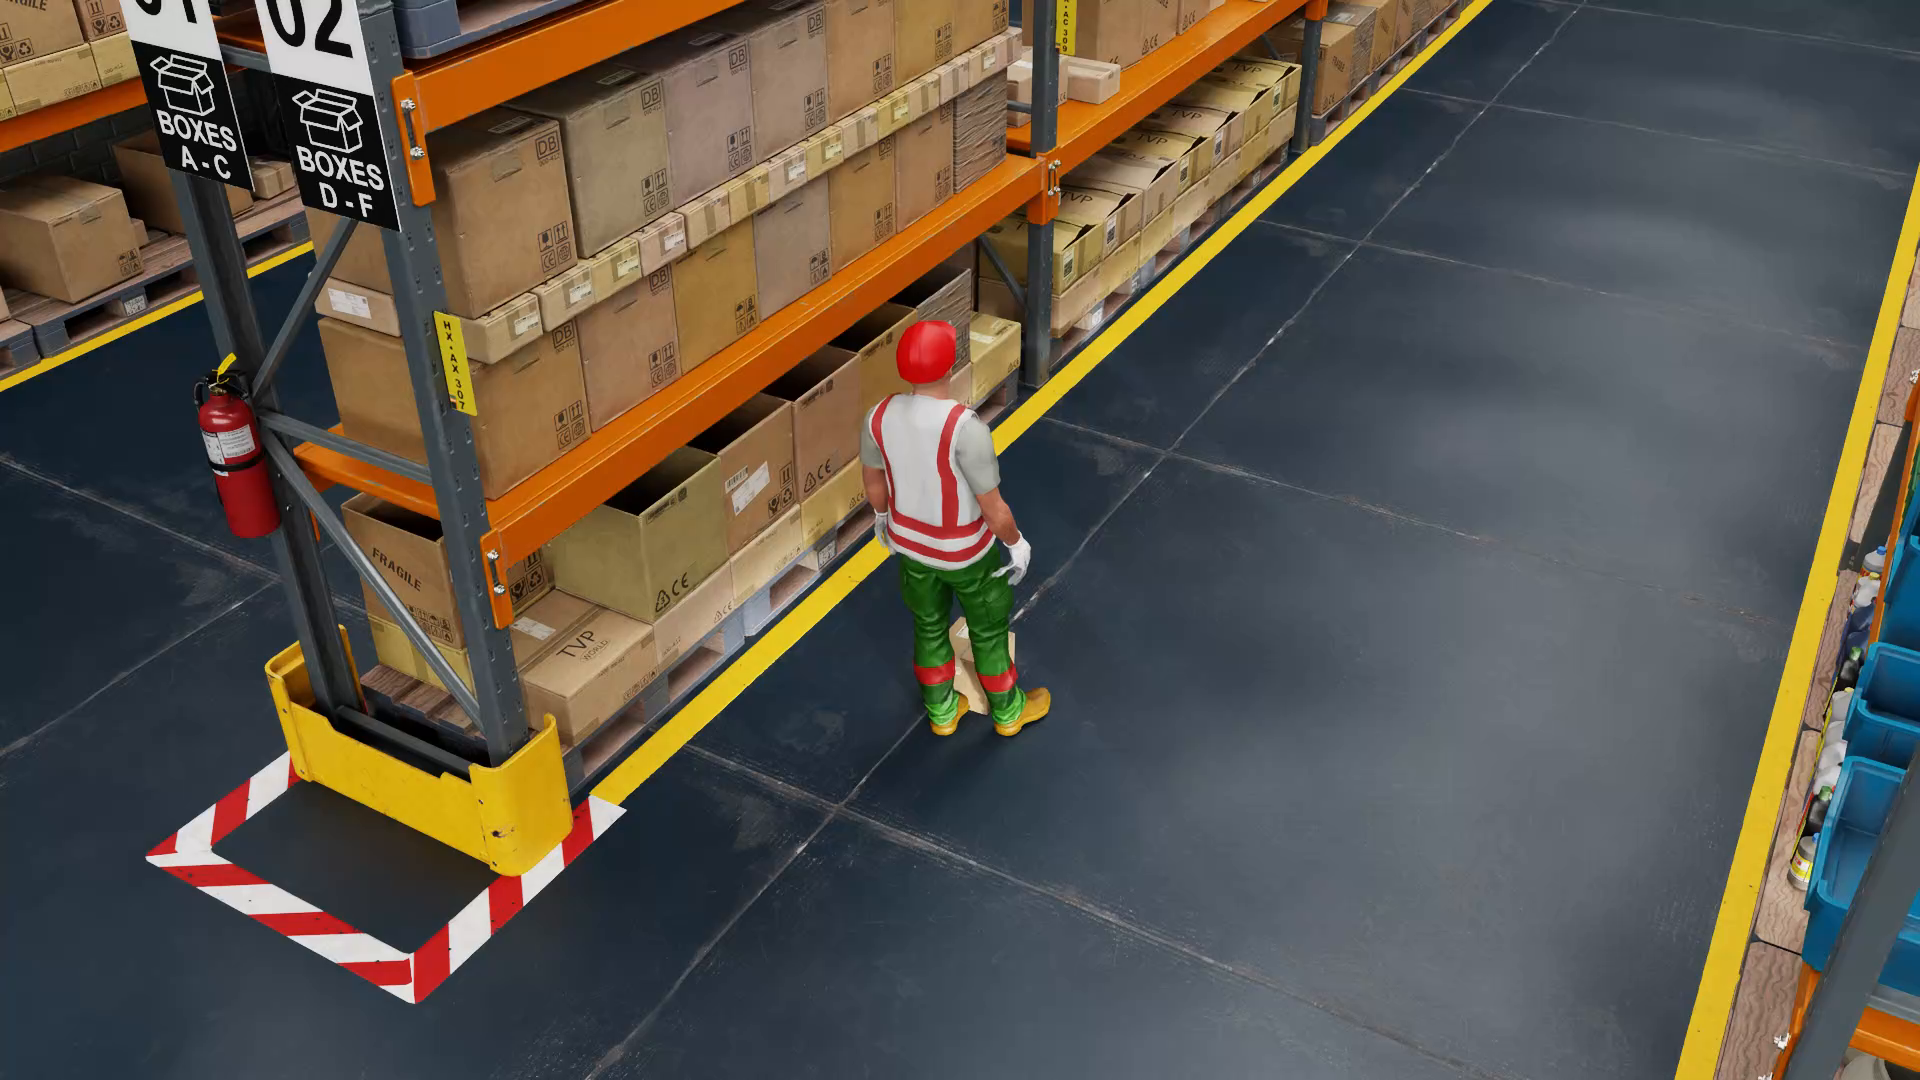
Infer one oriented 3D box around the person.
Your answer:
[{"bbox_3d":[-0.011,-0.035,6.155,0.637,1.790,0.562,18,38,24],"label":"person"}]
